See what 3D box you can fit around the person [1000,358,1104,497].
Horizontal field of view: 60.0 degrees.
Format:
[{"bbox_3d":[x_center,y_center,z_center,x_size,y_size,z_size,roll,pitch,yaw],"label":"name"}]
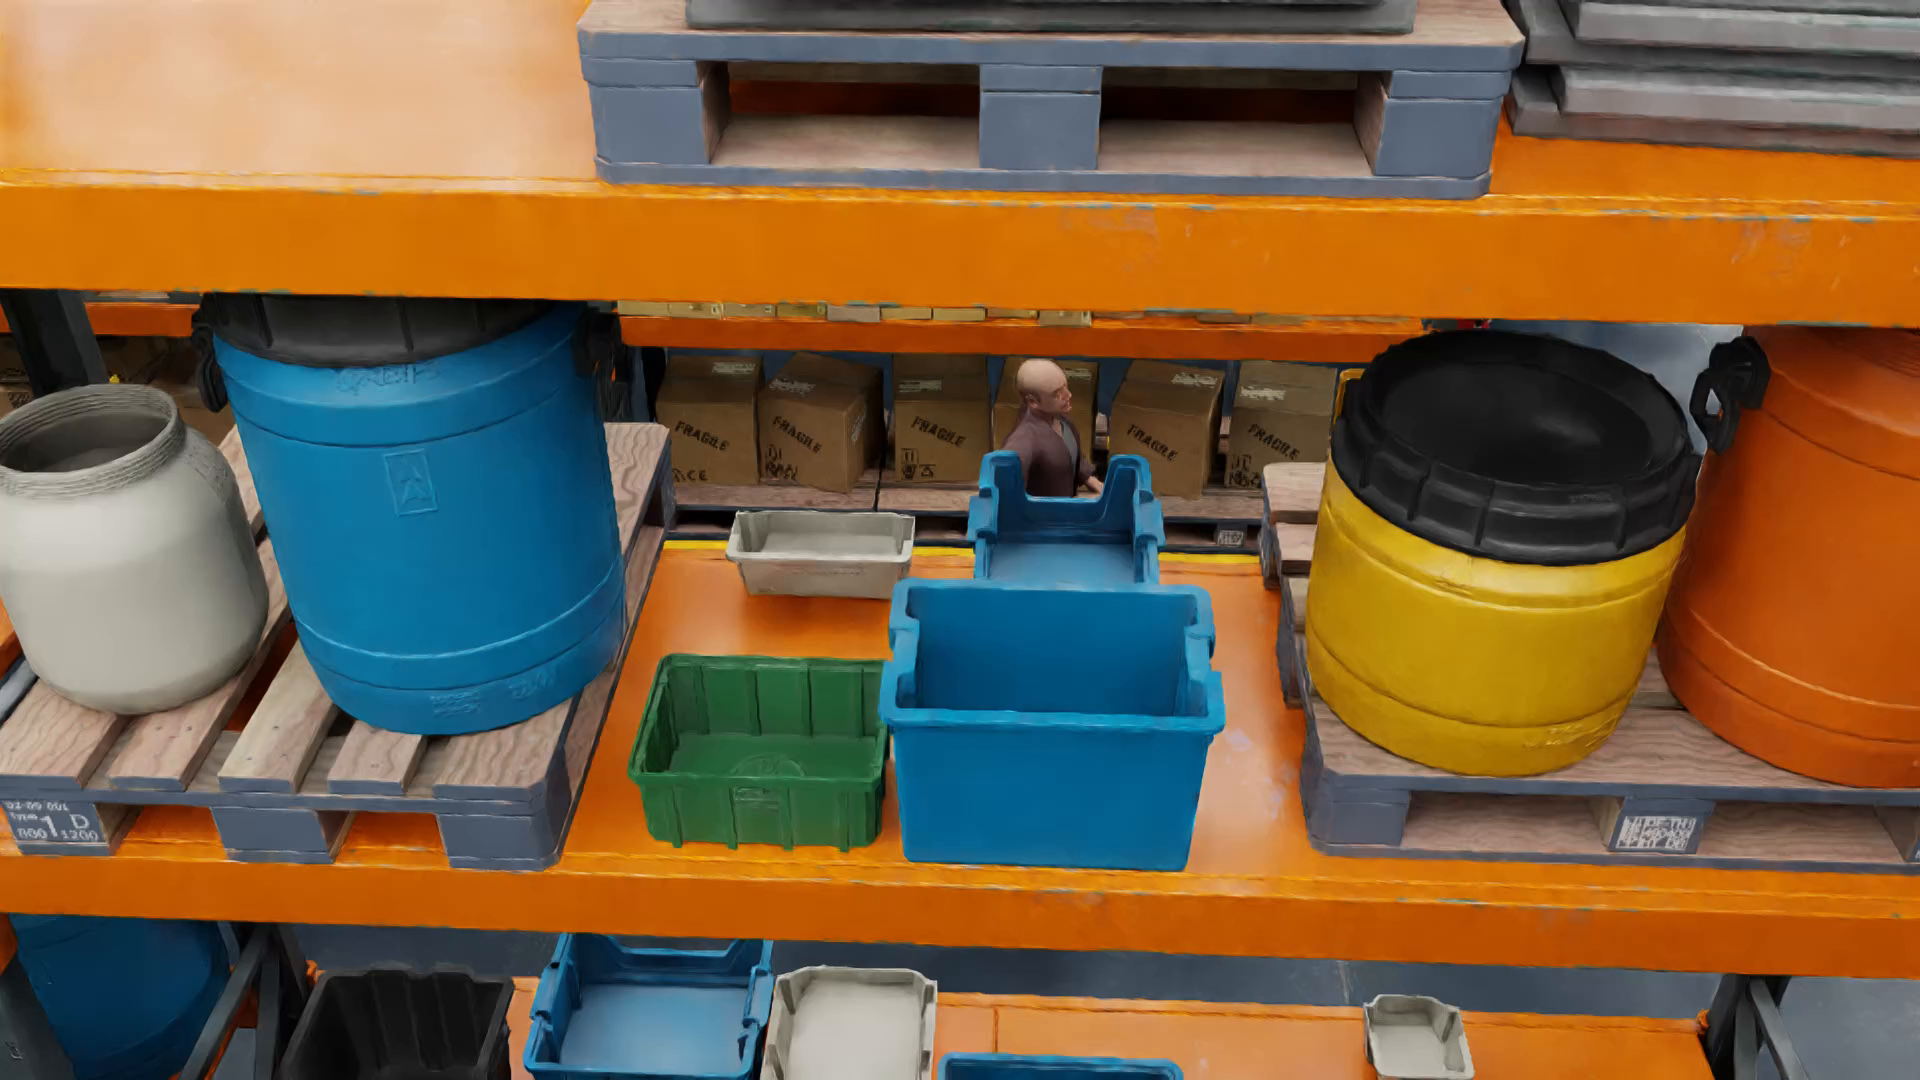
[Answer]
[{"bbox_3d":[0.411,-0.012,7.179,0.517,1.750,0.785,5,35,7],"label":"person"}]
